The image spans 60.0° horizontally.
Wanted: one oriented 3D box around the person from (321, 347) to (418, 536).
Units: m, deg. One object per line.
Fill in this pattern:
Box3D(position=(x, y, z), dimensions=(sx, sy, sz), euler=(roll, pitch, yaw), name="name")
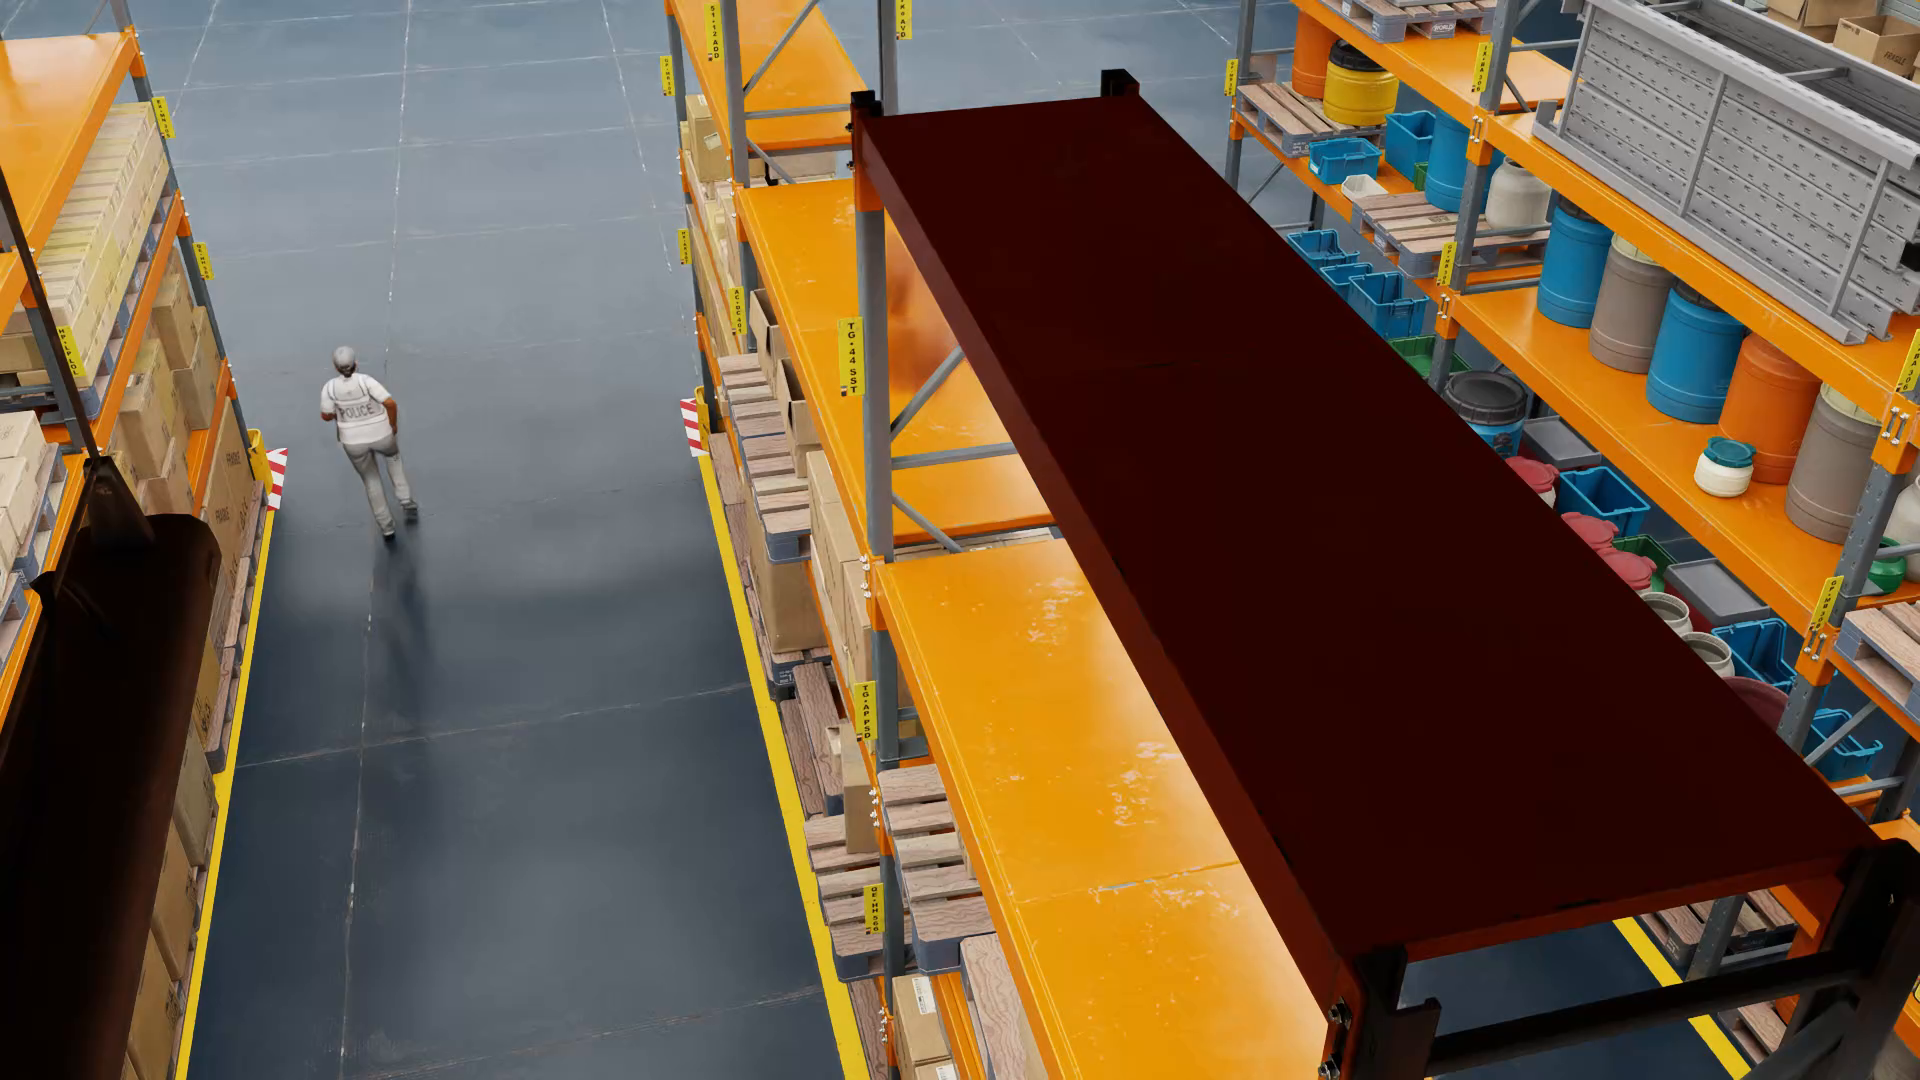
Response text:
Box3D(position=(-4.948, -0.819, 13.870), dimensions=(0.603, 1.702, 0.717), euler=(-12, 36, -17), name="person")
